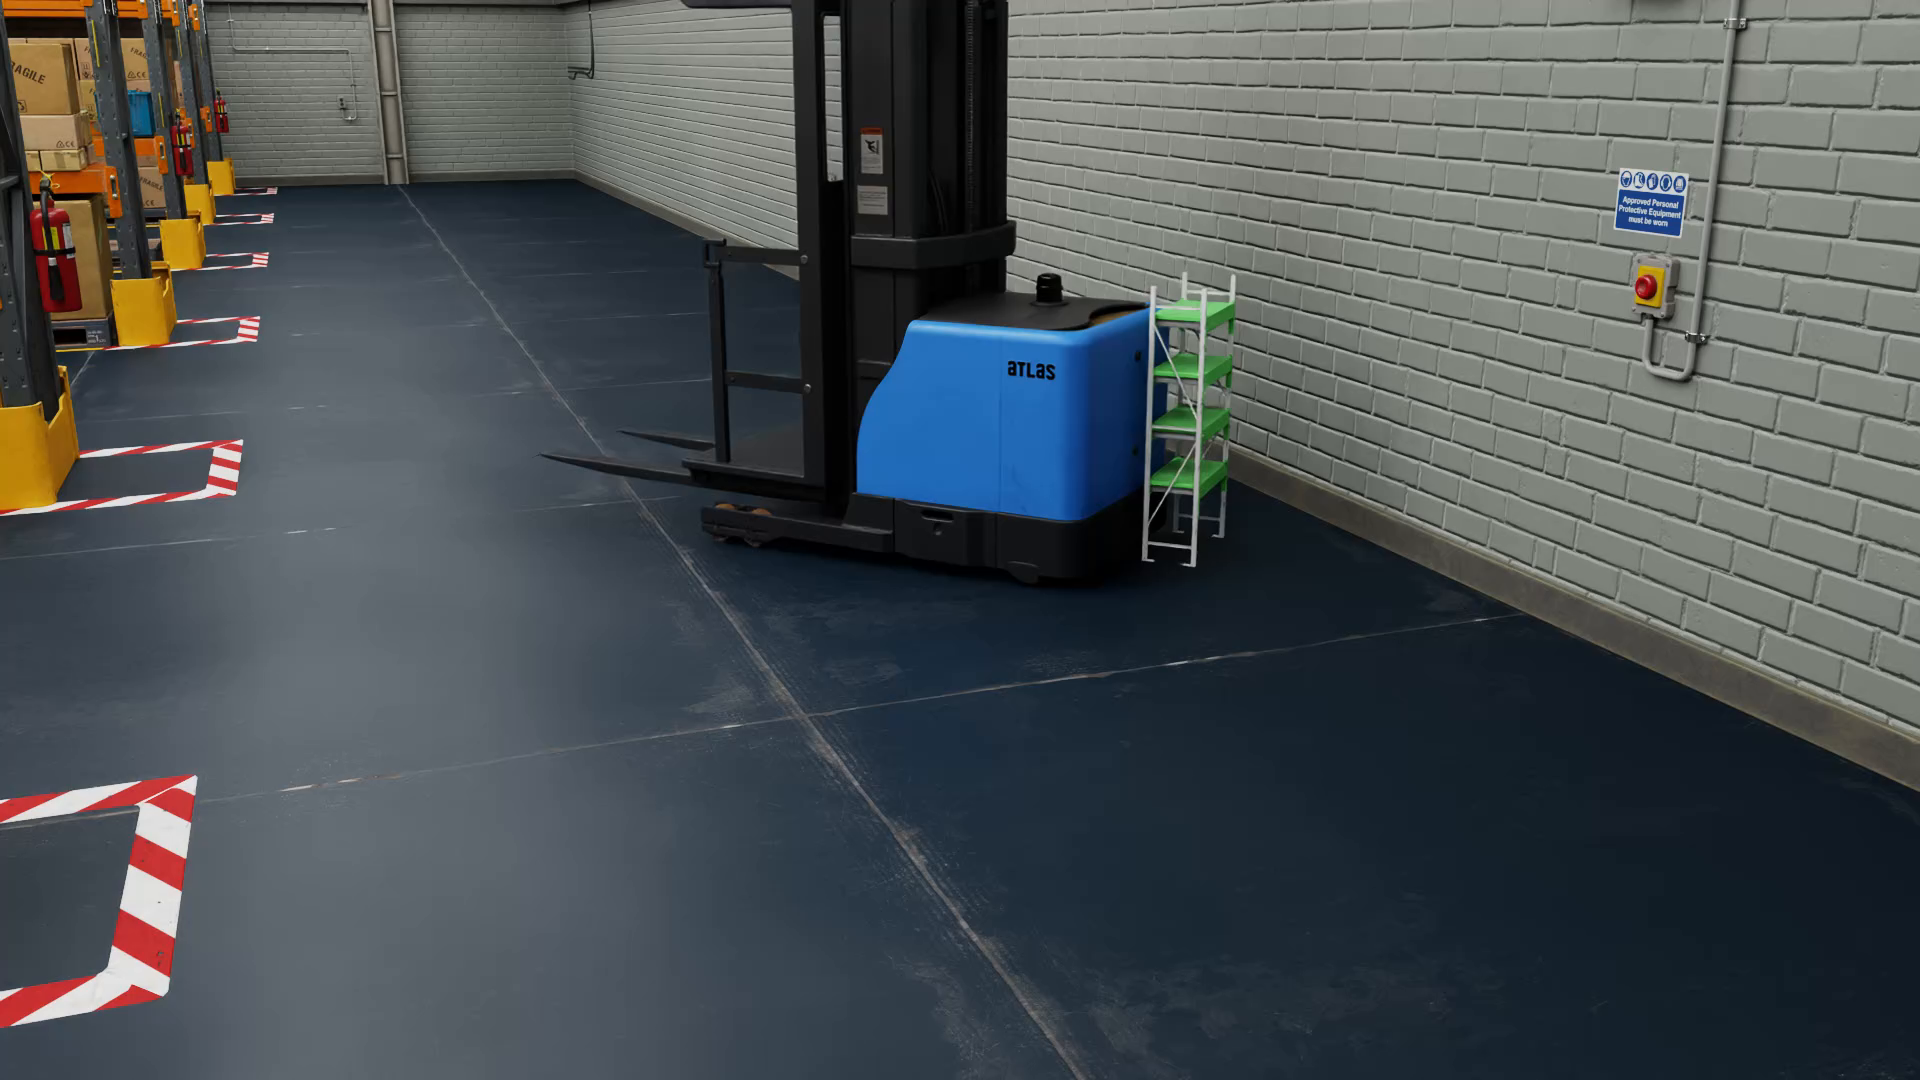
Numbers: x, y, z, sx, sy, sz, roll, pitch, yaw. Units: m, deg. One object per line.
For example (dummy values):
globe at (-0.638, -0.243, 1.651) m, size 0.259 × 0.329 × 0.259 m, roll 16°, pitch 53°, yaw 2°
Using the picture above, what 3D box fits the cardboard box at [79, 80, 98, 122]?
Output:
cardboard box at (-10.774, -5.550, 20.996) m, size 0.500 × 0.500 × 0.500 m, roll -6°, pitch 17°, yaw -20°

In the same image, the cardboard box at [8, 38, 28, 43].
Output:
cardboard box at (-11.721, -5.926, 20.502) m, size 0.500 × 0.500 × 0.500 m, roll -6°, pitch 17°, yaw -18°

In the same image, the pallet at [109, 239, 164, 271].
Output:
pallet at (-8.985, -2.957, 17.294) m, size 1.213 × 0.211 × 1.003 m, roll -6°, pitch 17°, yaw -20°

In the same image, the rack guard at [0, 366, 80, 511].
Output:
rack guard at (-4.820, -0.543, 8.559) m, size 0.348 × 0.500 × 1.175 m, roll -6°, pitch 17°, yaw -20°

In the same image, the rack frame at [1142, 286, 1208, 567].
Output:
rack frame at (0.911, -0.473, 7.079) m, size 0.240 × 1.200 × 0.015 m, roll 7°, pitch 18°, yaw 22°

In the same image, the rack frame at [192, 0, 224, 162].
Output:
rack frame at (-11.746, -6.975, 26.026) m, size 0.127 × 3.000 × 1.000 m, roll -6°, pitch 17°, yaw -20°

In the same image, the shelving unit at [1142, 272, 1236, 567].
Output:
shelving unit at (1.006, -0.536, 7.295) m, size 0.258 × 1.200 × 0.503 m, roll 7°, pitch 18°, yaw 22°

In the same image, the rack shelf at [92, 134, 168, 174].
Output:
rack shelf at (-10.069, -3.821, 16.564) m, size 4.000 × 0.370 × 1.077 m, roll -6°, pitch 17°, yaw -20°

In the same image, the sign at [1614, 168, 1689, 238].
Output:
sign at (2.414, -1.181, 5.816) m, size 0.001 × 0.218 × 0.327 m, roll -6°, pitch 17°, yaw -20°

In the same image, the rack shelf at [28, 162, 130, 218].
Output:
rack shelf at (-8.297, -2.518, 12.127) m, size 4.000 × 0.370 × 1.077 m, roll -6°, pitch 17°, yaw -20°

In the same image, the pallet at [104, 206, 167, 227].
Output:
pallet at (-10.785, -4.245, 21.681) m, size 1.213 × 0.211 × 1.003 m, roll -6°, pitch 17°, yaw -20°

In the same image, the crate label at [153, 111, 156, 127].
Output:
crate label at (-8.550, -4.378, 17.375) m, size 0.303 × 0.233 × 0.416 m, roll -6°, pitch 17°, yaw -20°

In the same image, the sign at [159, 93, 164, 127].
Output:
sign at (-7.989, -4.303, 16.639) m, size 0.005 × 0.325 × 0.100 m, roll -6°, pitch 17°, yaw -20°

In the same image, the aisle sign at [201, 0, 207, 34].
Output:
aisle sign at (-11.572, -8.150, 25.415) m, size 0.004 × 0.787 × 0.394 m, roll -6°, pitch 17°, yaw -20°

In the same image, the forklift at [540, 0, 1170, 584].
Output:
forklift at (-0.602, -1.501, 7.506) m, size 3.031 × 2.935 × 1.130 m, roll 9°, pitch 18°, yaw 27°

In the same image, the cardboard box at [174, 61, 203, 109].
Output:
cardboard box at (-12.219, -7.065, 25.799) m, size 0.700 × 0.700 × 0.980 m, roll -5°, pitch 17°, yaw -18°

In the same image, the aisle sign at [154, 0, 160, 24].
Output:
aisle sign at (-8.029, -5.546, 16.545) m, size 0.004 × 0.787 × 0.394 m, roll -6°, pitch 17°, yaw -20°

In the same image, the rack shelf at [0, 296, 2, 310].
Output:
rack shelf at (-6.616, -1.203, 7.648) m, size 4.000 × 0.370 × 1.077 m, roll -6°, pitch 17°, yaw -20°

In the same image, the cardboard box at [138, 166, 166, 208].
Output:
cardboard box at (-10.390, -4.564, 21.472) m, size 0.500 × 0.500 × 0.500 m, roll -6°, pitch 17°, yaw -20°

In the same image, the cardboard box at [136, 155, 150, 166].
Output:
cardboard box at (-12.832, -5.830, 25.817) m, size 0.500 × 0.500 × 0.700 m, roll -6°, pitch 17°, yaw -20°

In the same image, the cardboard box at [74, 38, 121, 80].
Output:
cardboard box at (-10.759, -6.031, 20.860) m, size 0.500 × 0.500 × 0.500 m, roll -6°, pitch 17°, yaw -19°

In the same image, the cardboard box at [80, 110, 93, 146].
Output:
cardboard box at (-6.974, -3.158, 12.768) m, size 0.500 × 0.250 × 0.500 m, roll -7°, pitch 18°, yaw -22°

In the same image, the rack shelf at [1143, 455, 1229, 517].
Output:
rack shelf at (1.006, -0.245, 7.380) m, size 0.258 × 0.148 × 0.480 m, roll 7°, pitch 18°, yaw 22°

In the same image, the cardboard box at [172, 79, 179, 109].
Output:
cardboard box at (-10.479, -5.744, 21.659) m, size 0.500 × 0.500 × 0.500 m, roll -6°, pitch 17°, yaw -19°

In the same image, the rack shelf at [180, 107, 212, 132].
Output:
rack shelf at (-13.614, -6.428, 25.441) m, size 4.000 × 0.370 × 1.077 m, roll -6°, pitch 17°, yaw -20°

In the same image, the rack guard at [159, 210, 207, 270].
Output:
rack guard at (-8.184, -3.175, 17.522) m, size 0.348 × 0.500 × 1.175 m, roll -6°, pitch 17°, yaw -20°

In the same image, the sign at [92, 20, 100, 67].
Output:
sign at (-6.248, -3.590, 12.024) m, size 0.005 × 0.325 × 0.100 m, roll -6°, pitch 17°, yaw -20°

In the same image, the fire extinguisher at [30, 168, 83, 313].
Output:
fire extinguisher at (-4.348, -1.438, 7.970) m, size 0.183 × 0.674 × 0.296 m, roll -6°, pitch 17°, yaw -20°

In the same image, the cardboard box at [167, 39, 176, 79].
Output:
cardboard box at (-10.479, -6.224, 21.518) m, size 0.500 × 0.500 × 0.500 m, roll -6°, pitch 17°, yaw -18°

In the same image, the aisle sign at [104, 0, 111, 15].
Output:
aisle sign at (-6.255, -4.241, 12.102) m, size 0.004 × 0.787 × 0.394 m, roll -6°, pitch 17°, yaw -20°

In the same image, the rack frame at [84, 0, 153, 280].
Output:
rack frame at (-6.429, -3.065, 12.712) m, size 0.127 × 3.000 × 1.000 m, roll -6°, pitch 17°, yaw -20°

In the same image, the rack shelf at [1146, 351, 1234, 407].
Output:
rack shelf at (1.006, -0.705, 7.245) m, size 0.258 × 0.148 × 0.480 m, roll 7°, pitch 18°, yaw 22°

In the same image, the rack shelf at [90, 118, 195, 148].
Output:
rack shelf at (-11.838, -5.125, 21.004) m, size 4.000 × 0.370 × 1.077 m, roll -6°, pitch 17°, yaw -20°

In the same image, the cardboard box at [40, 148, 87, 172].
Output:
cardboard box at (-6.644, -2.822, 12.330) m, size 0.250 × 0.149 × 0.380 m, roll -6°, pitch 17°, yaw -19°

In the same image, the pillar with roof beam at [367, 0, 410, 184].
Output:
pillar with roof beam at (-7.994, -9.220, 23.025) m, size 0.400 × 9.000 × 9.100 m, roll -6°, pitch 17°, yaw -20°

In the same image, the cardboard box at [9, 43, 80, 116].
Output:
cardboard box at (-6.790, -3.377, 12.183) m, size 0.500 × 0.500 × 0.500 m, roll -6°, pitch 17°, yaw -19°

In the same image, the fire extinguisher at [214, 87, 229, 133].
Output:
fire extinguisher at (-11.440, -6.653, 25.728) m, size 0.183 × 0.674 × 0.296 m, roll -6°, pitch 17°, yaw -20°

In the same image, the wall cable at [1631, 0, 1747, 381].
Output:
wall cable at (2.374, -1.535, 5.642) m, size 0.123 × 1.953 × 0.585 m, roll -6°, pitch 17°, yaw -20°

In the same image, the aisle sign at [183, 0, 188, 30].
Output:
aisle sign at (-9.797, -6.845, 20.971) m, size 0.004 × 0.787 × 0.394 m, roll -6°, pitch 17°, yaw -20°
